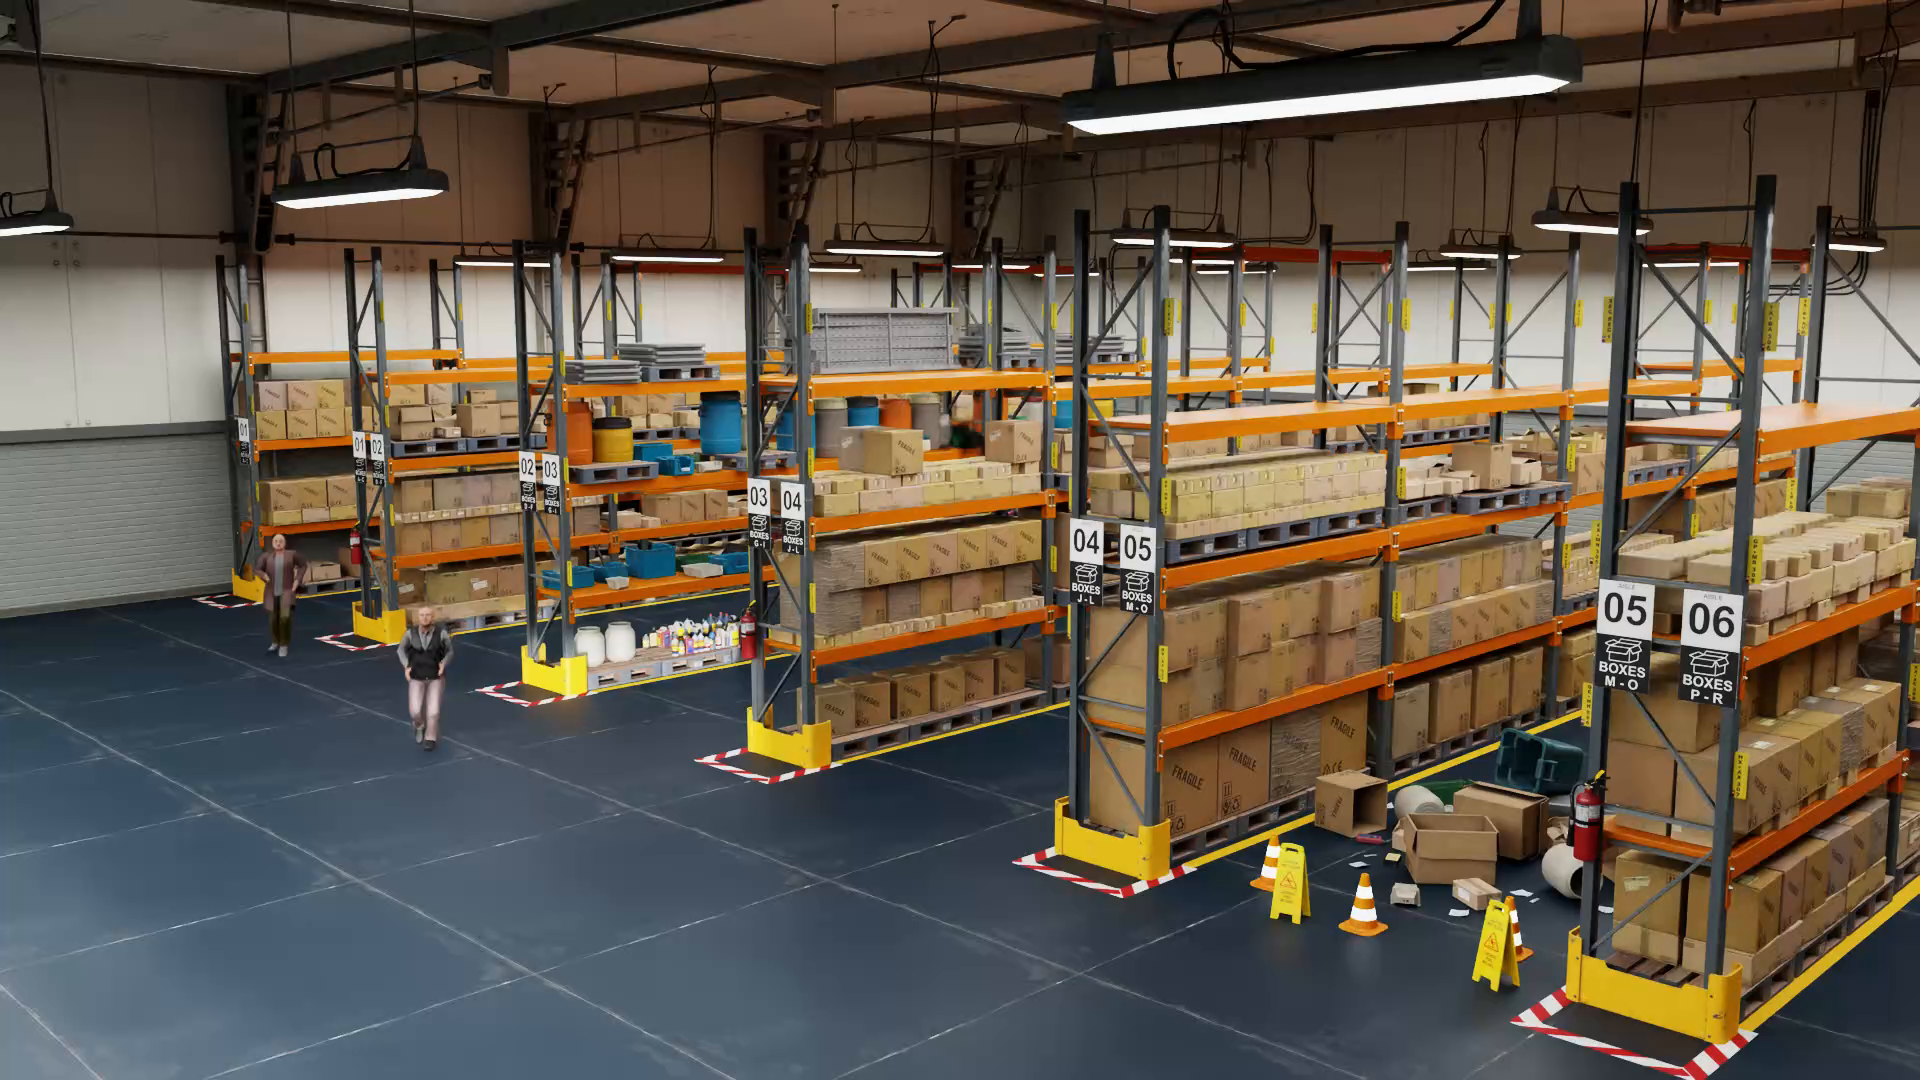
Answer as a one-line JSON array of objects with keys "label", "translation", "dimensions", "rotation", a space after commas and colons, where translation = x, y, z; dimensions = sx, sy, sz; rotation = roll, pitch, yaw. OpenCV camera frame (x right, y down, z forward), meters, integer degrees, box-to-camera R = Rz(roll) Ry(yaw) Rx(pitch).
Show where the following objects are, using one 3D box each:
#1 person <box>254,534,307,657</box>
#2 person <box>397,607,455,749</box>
[{"label": "person", "translation": [-10.045, 0.831, 24.587], "dimensions": [0.710, 1.824, 0.741], "rotation": [-2, 8, -11]}, {"label": "person", "translation": [-6.172, 1.613, 19.244], "dimensions": [0.637, 1.677, 0.560], "rotation": [-2, 8, -16]}]
